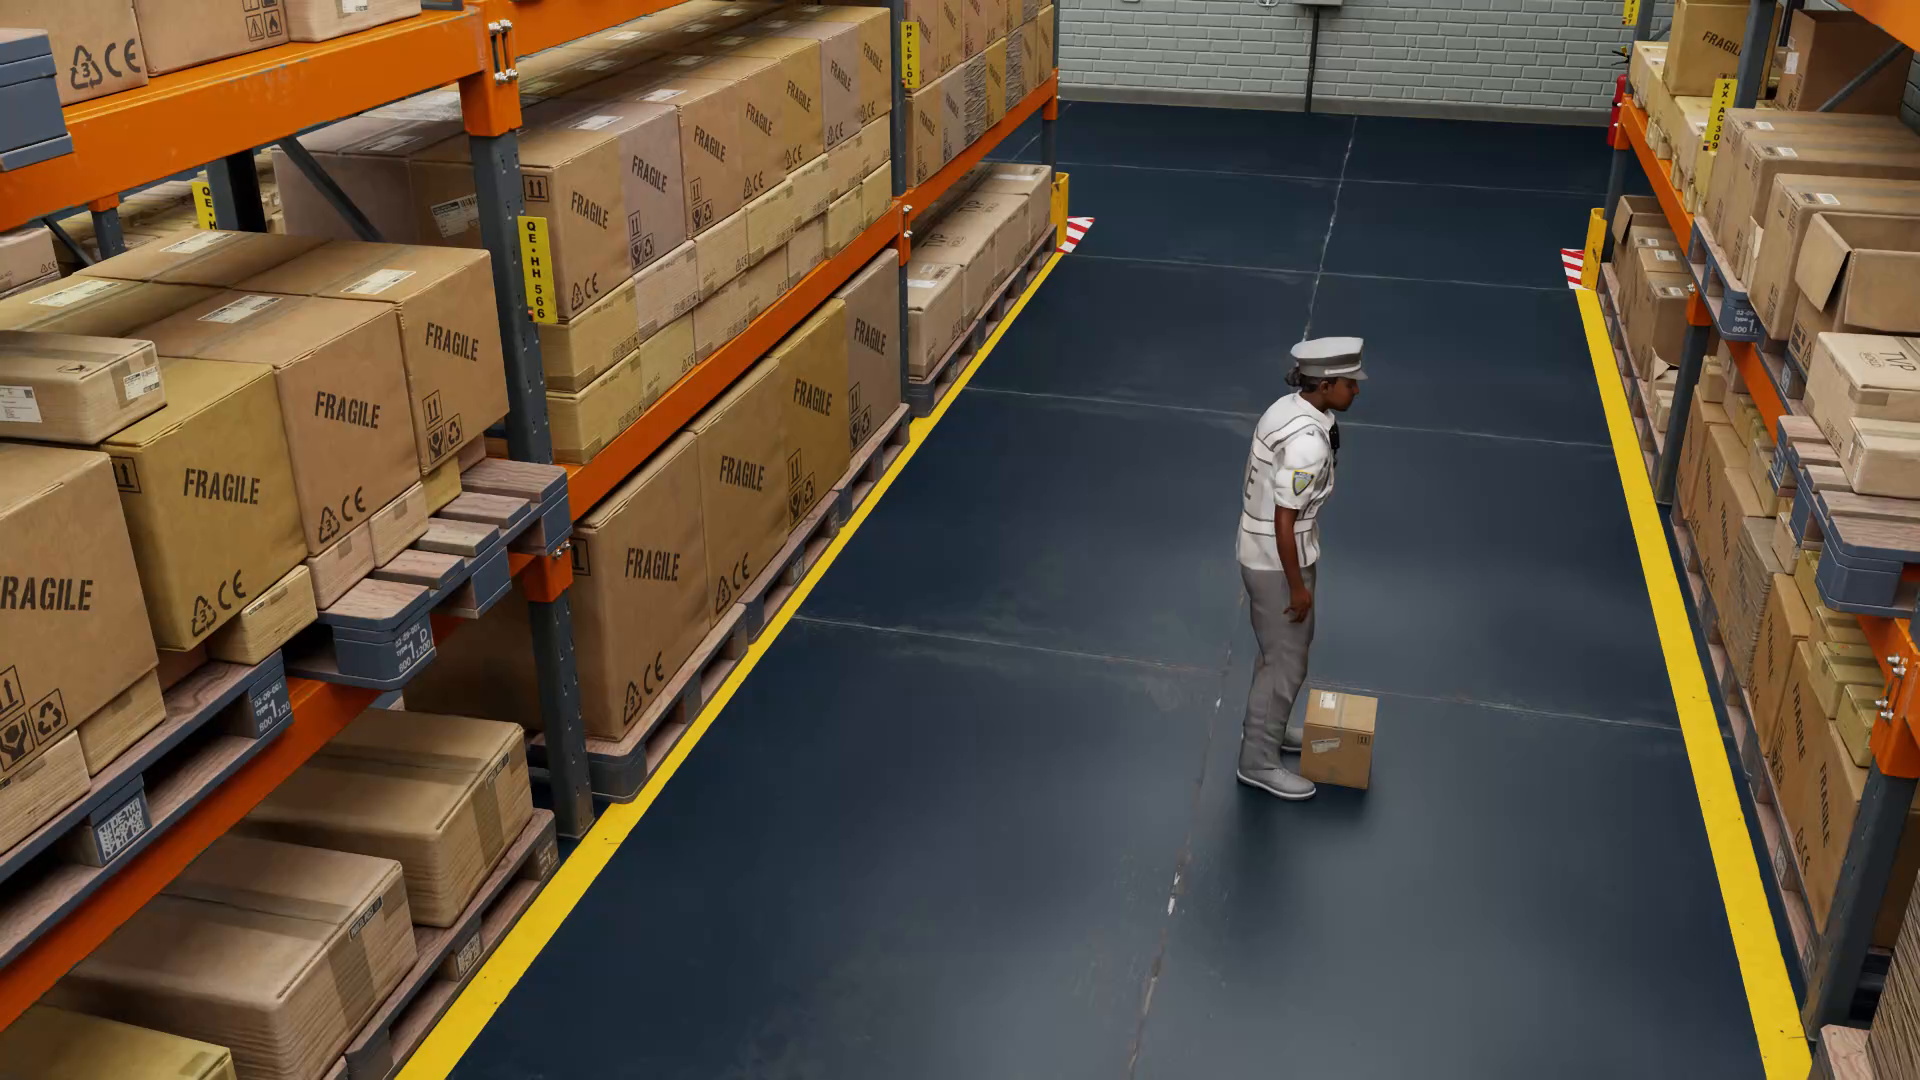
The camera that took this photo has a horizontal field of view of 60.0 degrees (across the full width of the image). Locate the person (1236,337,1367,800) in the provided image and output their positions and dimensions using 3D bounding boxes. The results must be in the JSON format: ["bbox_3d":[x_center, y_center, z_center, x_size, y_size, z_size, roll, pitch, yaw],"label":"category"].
[{"bbox_3d":[1.180,0.081,5.936,0.393,1.663,0.532,5,26,10],"label":"person"}]
